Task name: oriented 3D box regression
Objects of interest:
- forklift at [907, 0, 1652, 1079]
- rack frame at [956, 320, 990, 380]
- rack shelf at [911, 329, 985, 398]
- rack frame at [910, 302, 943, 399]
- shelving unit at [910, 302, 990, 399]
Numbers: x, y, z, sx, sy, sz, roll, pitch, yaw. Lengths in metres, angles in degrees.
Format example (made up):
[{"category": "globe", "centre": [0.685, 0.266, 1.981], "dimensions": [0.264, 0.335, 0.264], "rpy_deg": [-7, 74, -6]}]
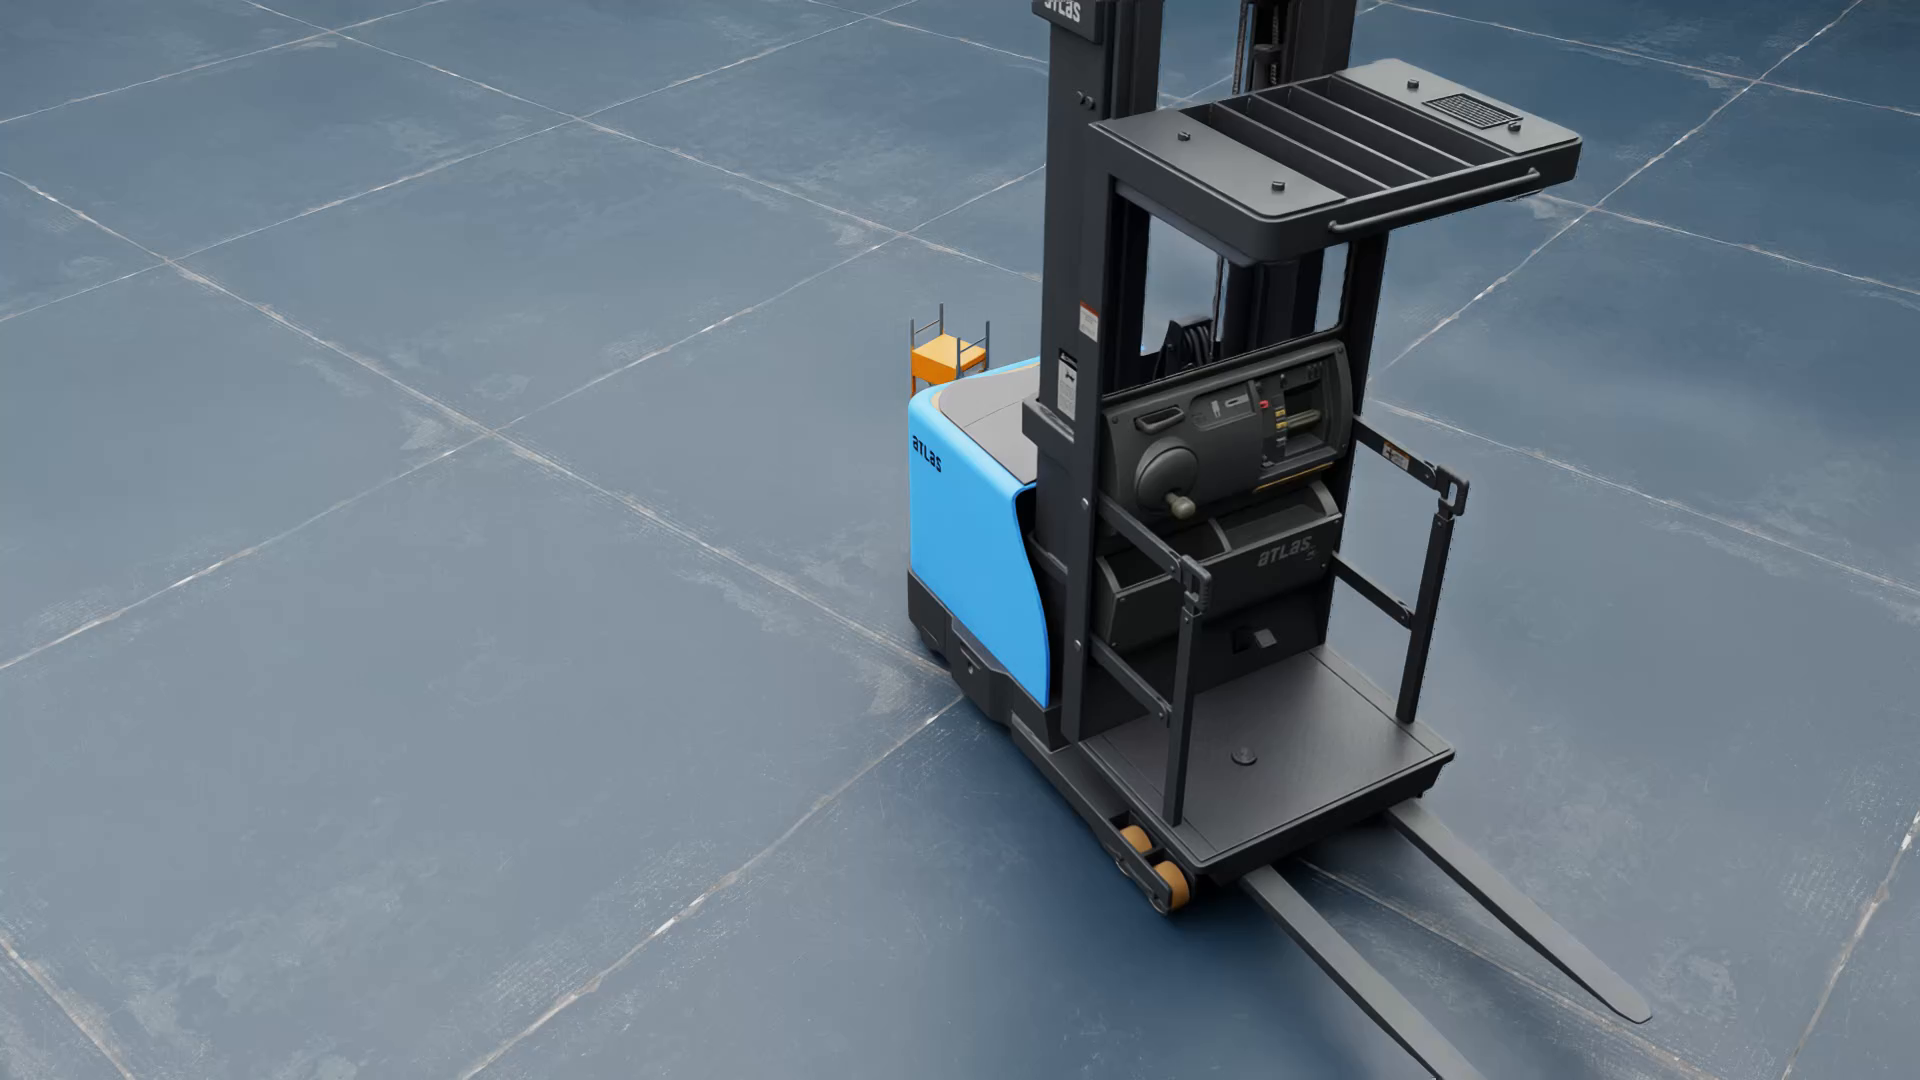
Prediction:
[{"category": "forklift", "centre": [0.968, -0.284, 5.075], "dimensions": [1.130, 2.935, 3.031], "rpy_deg": [-18, 38, -25]}, {"category": "rack frame", "centre": [0.053, -0.408, 6.917], "dimensions": [0.008, 1.050, 0.200], "rpy_deg": [25, 42, 32]}, {"category": "rack shelf", "centre": [-0.041, -0.677, 6.826], "dimensions": [0.240, 0.259, 0.215], "rpy_deg": [25, 42, 32]}, {"category": "rack frame", "centre": [-0.135, -0.496, 7.045], "dimensions": [0.008, 1.050, 0.200], "rpy_deg": [25, 42, 32]}, {"category": "shelving unit", "centre": [-0.041, -0.452, 6.981], "dimensions": [0.252, 1.050, 0.215], "rpy_deg": [25, 42, 32]}]
